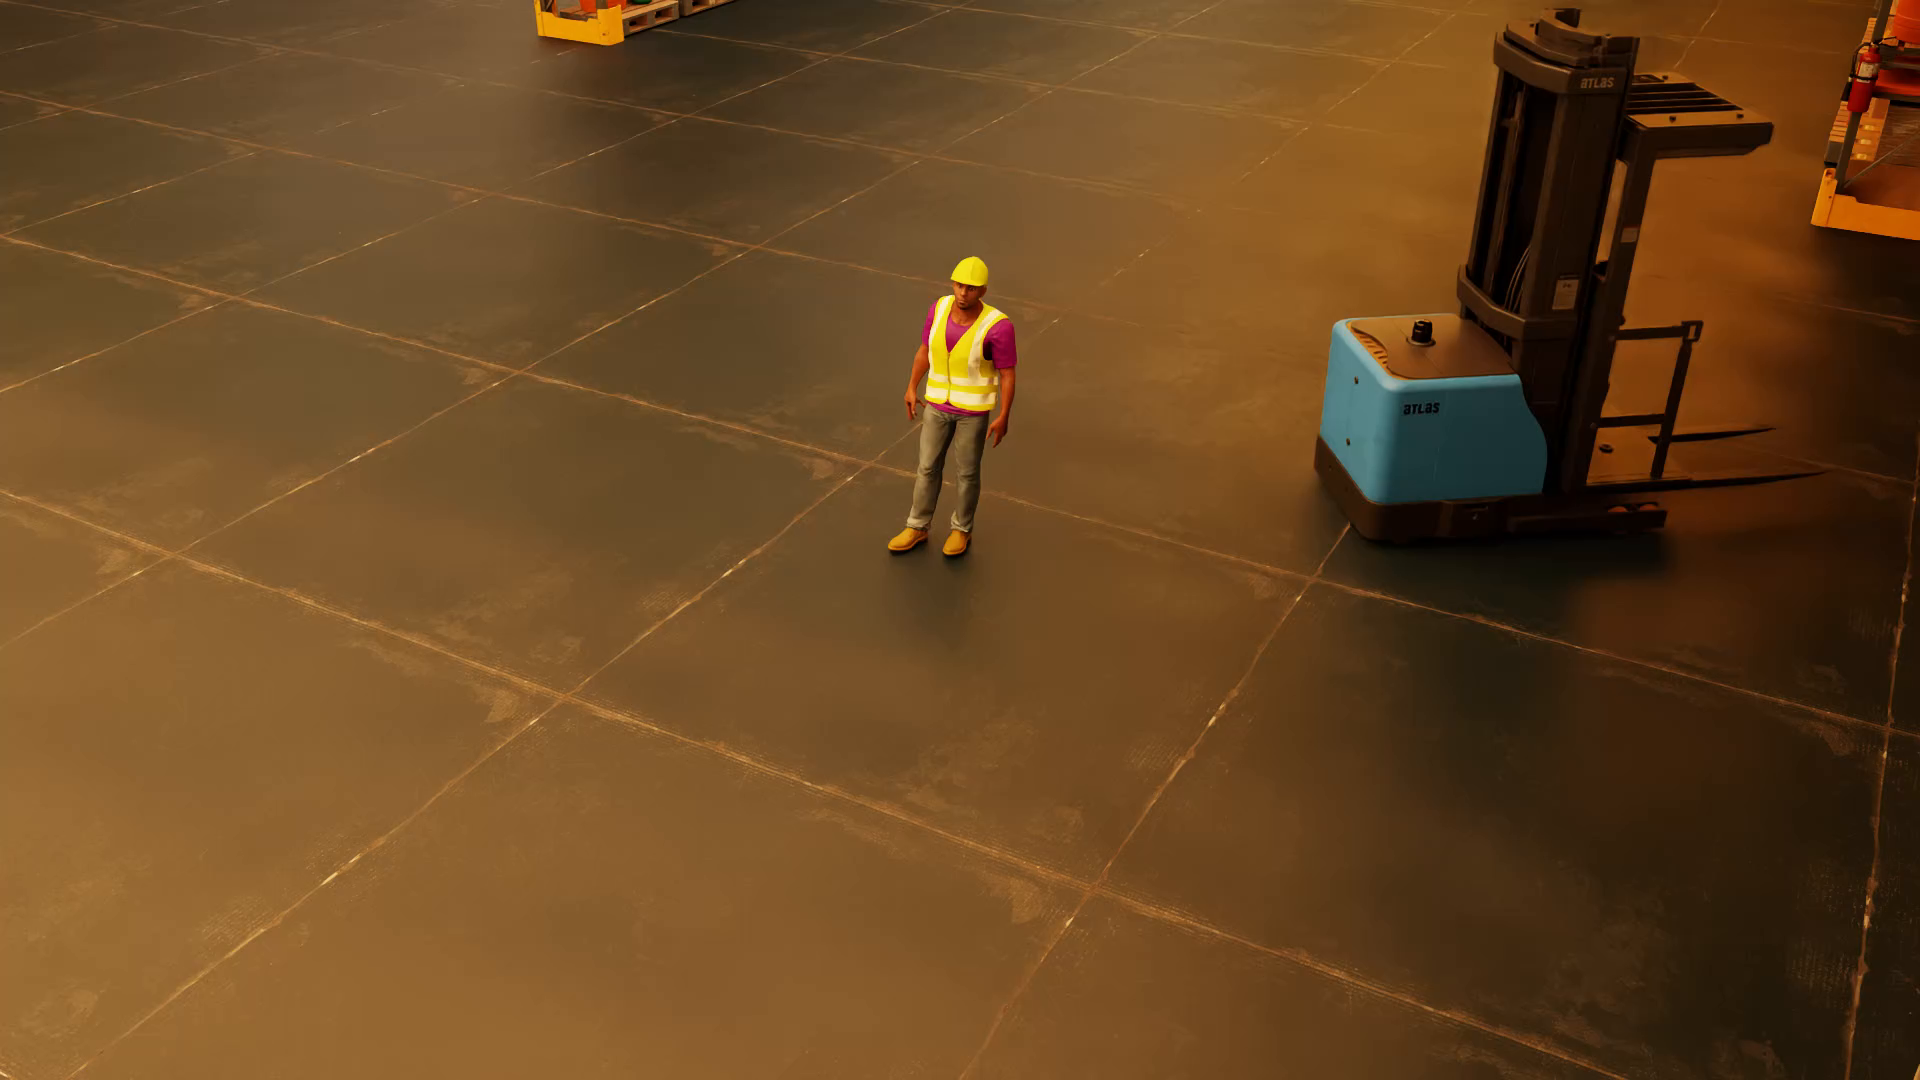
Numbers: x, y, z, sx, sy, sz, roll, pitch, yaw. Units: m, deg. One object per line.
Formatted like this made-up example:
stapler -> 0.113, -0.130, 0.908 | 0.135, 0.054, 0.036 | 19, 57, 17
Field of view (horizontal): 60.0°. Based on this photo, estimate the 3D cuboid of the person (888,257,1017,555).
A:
person -> -0.038, -0.742, 9.507 | 0.666, 1.768, 0.575 | 15, 33, 25

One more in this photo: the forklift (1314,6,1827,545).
forklift -> 3.828, -1.562, 9.777 | 3.031, 2.935, 1.130 | -4, 30, -7
